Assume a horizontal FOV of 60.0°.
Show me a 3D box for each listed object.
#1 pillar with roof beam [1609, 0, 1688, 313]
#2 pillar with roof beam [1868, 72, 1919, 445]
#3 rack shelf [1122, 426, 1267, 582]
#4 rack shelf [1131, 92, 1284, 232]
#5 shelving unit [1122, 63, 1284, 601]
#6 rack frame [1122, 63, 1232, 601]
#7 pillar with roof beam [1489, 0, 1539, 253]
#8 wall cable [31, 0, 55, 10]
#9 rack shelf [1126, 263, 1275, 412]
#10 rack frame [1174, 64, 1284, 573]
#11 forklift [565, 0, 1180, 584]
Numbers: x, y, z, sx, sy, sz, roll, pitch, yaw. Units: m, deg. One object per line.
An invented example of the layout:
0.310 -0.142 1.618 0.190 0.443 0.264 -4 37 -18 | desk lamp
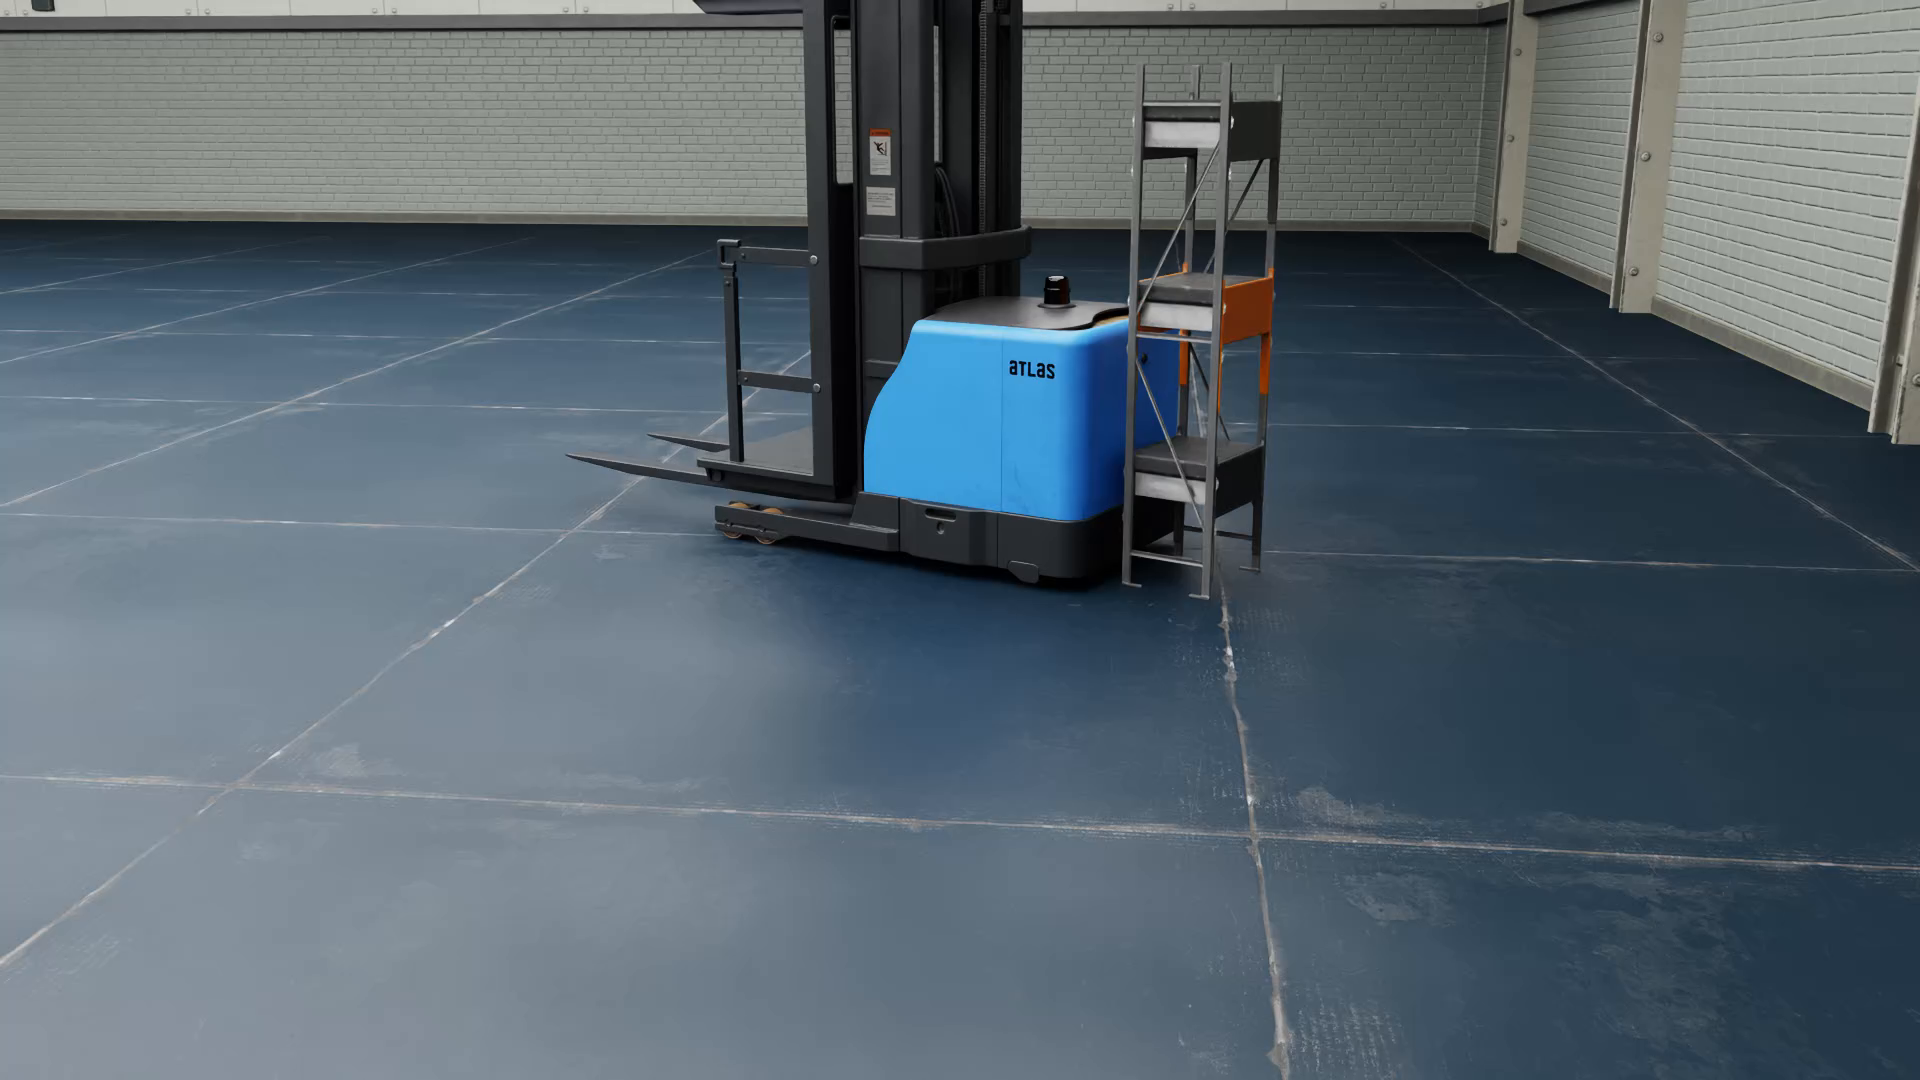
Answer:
2.052 -6.636 14.965 9.100 9.000 0.400 2 15 6 | pillar with roof beam
1.375 -5.080 9.210 9.100 9.000 0.400 2 15 6 | pillar with roof beam
0.983 -0.162 6.972 0.431 0.518 0.480 10 18 32 | rack shelf
0.983 -1.513 6.607 0.431 0.518 0.480 10 18 32 | rack shelf
0.983 -0.851 6.786 0.431 2.100 0.503 10 18 32 | shelving unit
0.848 -0.798 6.590 0.400 2.100 0.015 10 18 32 | rack frame
2.729 -8.192 20.720 9.100 9.000 0.400 2 15 6 | pillar with roof beam
-13.215 -11.077 24.871 2.305 6.003 0.169 2 15 6 | wall cable
0.983 -0.838 6.790 0.431 0.518 0.480 10 18 32 | rack shelf
1.119 -0.904 6.982 0.400 2.100 0.015 10 18 32 | rack frame
-0.536 -1.501 7.598 3.031 2.935 1.130 9 18 30 | forklift
